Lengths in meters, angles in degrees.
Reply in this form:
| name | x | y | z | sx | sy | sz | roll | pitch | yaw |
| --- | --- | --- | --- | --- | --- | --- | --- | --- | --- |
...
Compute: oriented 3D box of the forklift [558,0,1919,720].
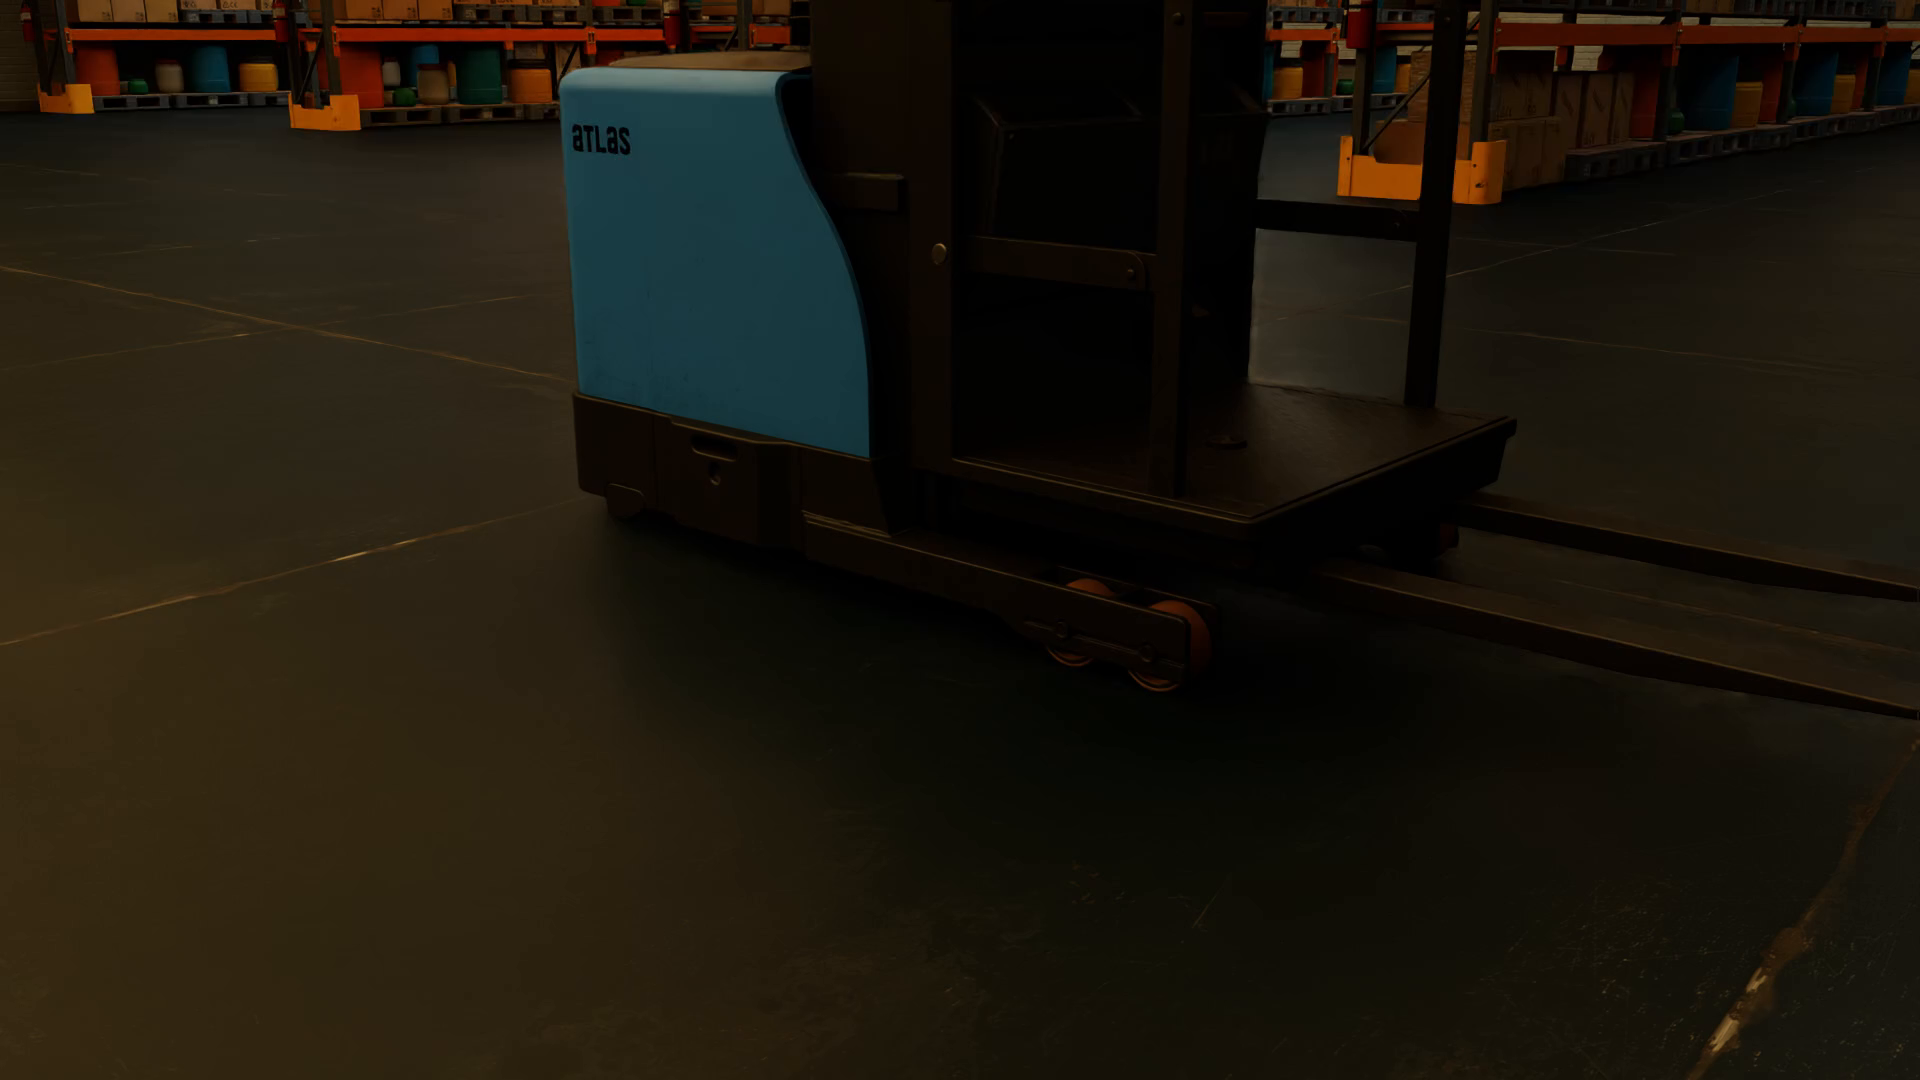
| name | x | y | z | sx | sy | sz | roll | pitch | yaw |
| --- | --- | --- | --- | --- | --- | --- | --- | --- | --- |
| forklift | 0.492 | -1.297 | 3.169 | 3.031 | 2.935 | 1.130 | 14 | 22 | 39 |
